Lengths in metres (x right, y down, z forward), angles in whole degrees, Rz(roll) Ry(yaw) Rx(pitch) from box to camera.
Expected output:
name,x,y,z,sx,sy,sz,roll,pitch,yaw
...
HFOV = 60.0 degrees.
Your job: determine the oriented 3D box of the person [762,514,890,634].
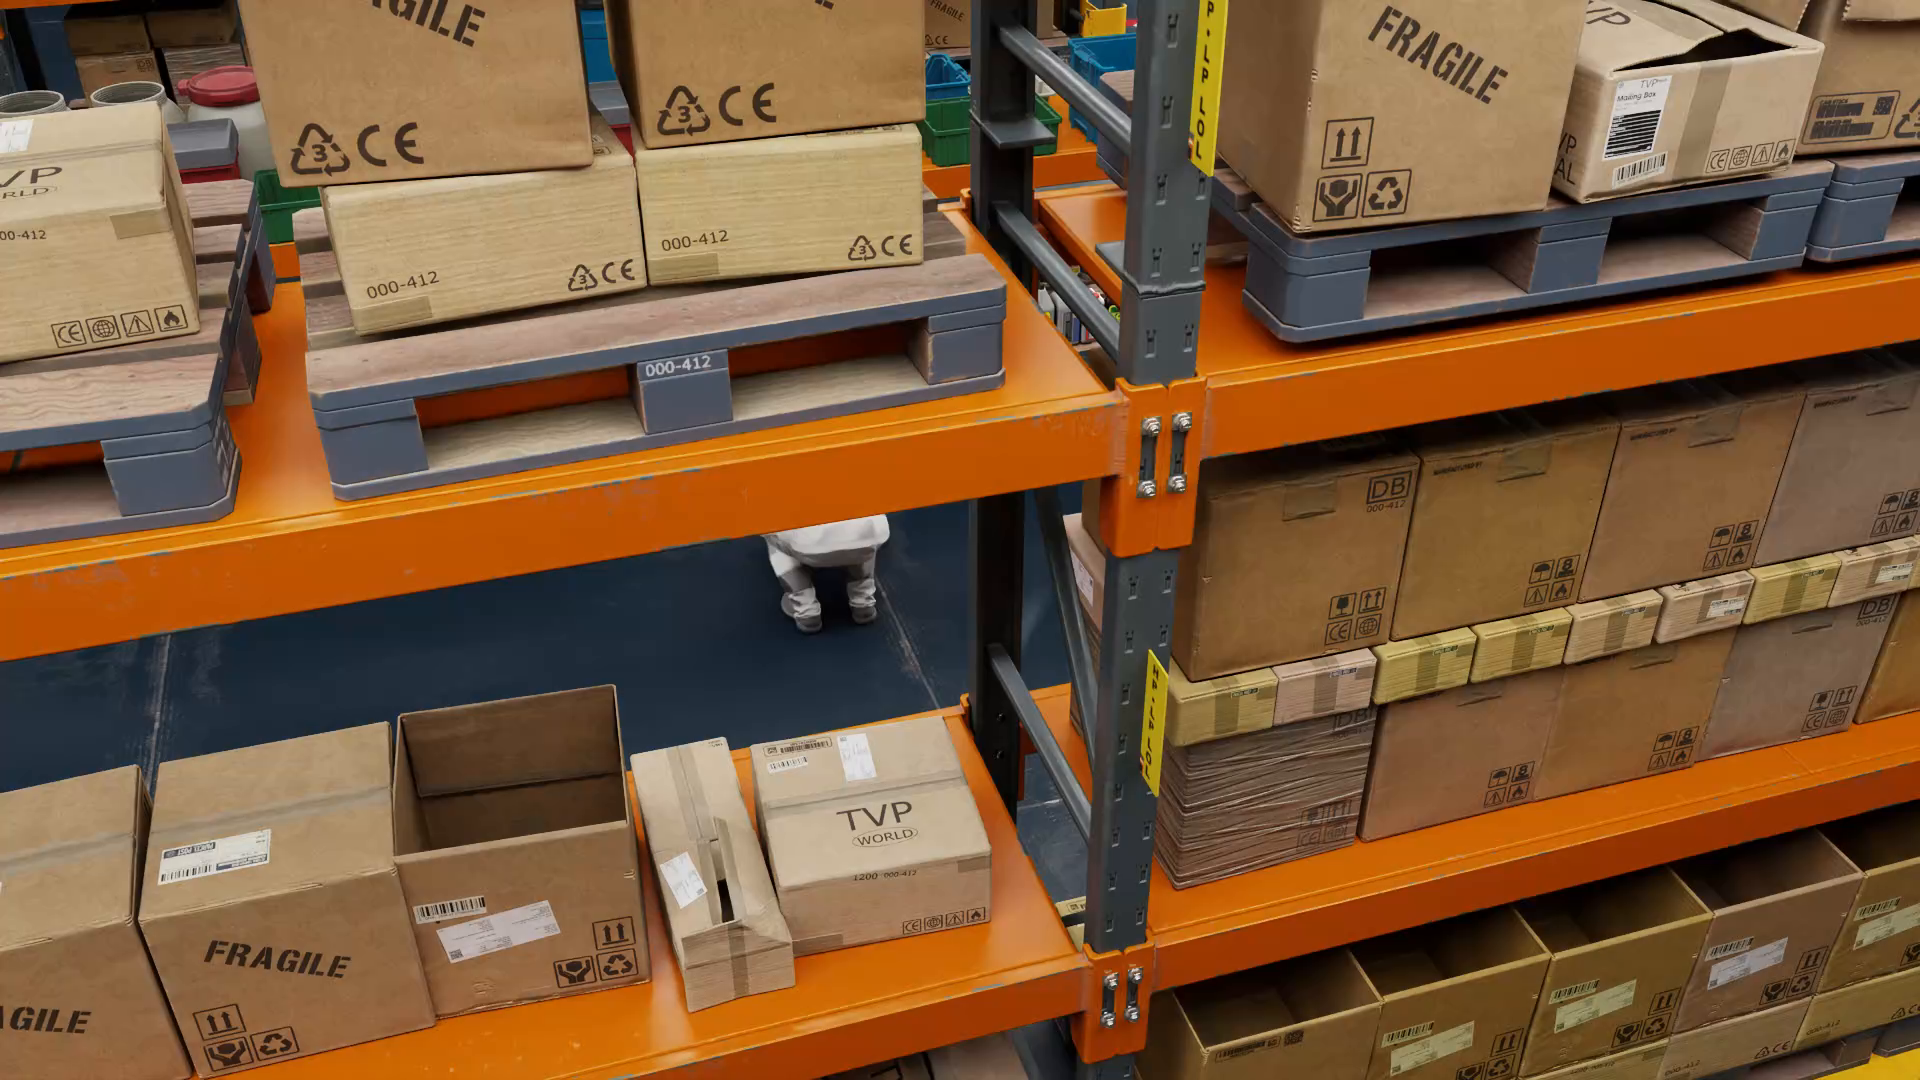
name,x,y,z,sx,sy,sz,roll,pitch,yaw
person,-0.614,-0.091,7.181,0.523,0.771,0.955,-11,35,-16
